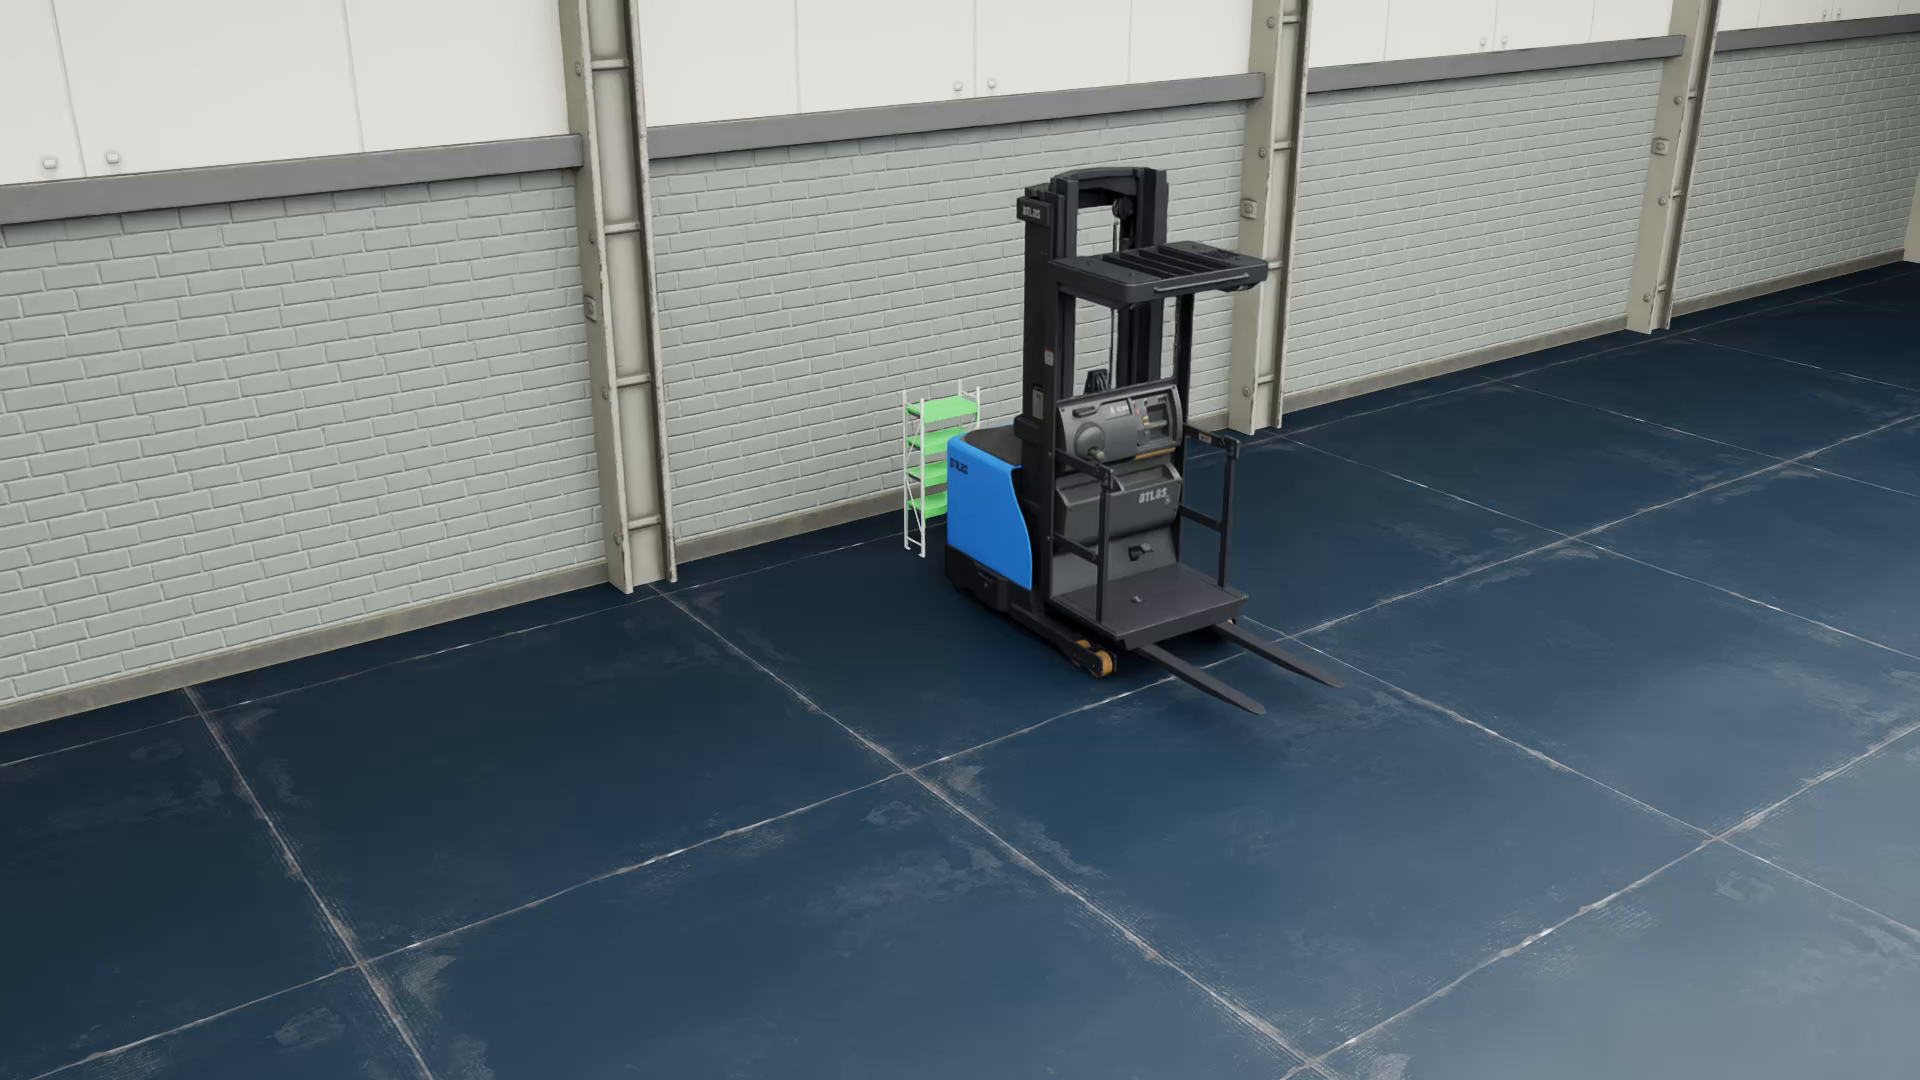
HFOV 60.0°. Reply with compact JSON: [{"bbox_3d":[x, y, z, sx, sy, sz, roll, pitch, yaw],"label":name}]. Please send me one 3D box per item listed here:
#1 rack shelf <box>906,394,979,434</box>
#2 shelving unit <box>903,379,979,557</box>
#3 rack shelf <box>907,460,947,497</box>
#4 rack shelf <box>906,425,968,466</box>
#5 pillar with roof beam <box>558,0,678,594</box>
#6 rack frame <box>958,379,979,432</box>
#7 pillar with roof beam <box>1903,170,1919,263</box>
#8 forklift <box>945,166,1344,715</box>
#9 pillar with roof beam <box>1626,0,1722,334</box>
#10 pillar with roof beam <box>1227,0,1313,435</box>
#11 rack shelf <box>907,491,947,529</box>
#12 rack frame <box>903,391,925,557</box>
[{"bbox_3d":[-0.134,-0.908,11.930,0.480,0.148,0.258,-15,26,-33],"label":"rack shelf"},{"bbox_3d":[-0.134,-0.521,12.084,0.503,1.200,0.258,-15,26,-33],"label":"shelving unit"},{"bbox_3d":[-0.134,-0.462,12.108,0.480,0.148,0.258,-15,26,-33],"label":"rack shelf"},{"bbox_3d":[-0.134,-0.685,12.019,0.480,0.148,0.258,-15,26,-33],"label":"rack shelf"},{"bbox_3d":[0.282,-2.601,6.773,0.400,9.000,9.100,-15,26,-33],"label":"pillar with roof beam"},{"bbox_3d":[0.064,-0.574,12.217,0.015,1.200,0.240,-15,26,-33],"label":"rack frame"},{"bbox_3d":[14.894,-6.497,16.537,0.400,9.000,9.100,-15,26,-33],"label":"pillar with roof beam"},{"bbox_3d":[1.128,-0.711,10.222,1.130,2.935,3.031,-14,26,-31],"label":"forklift"},{"bbox_3d":[10.023,-5.199,13.282,0.400,9.000,9.100,-15,26,-33],"label":"pillar with roof beam"},{"bbox_3d":[5.153,-3.900,10.028,0.400,9.000,9.100,-15,26,-33],"label":"pillar with roof beam"},{"bbox_3d":[-0.134,-0.239,12.197,0.480,0.148,0.258,-15,26,-33],"label":"rack shelf"},{"bbox_3d":[-0.332,-0.469,11.952,0.015,1.200,0.240,-15,26,-33],"label":"rack frame"}]
